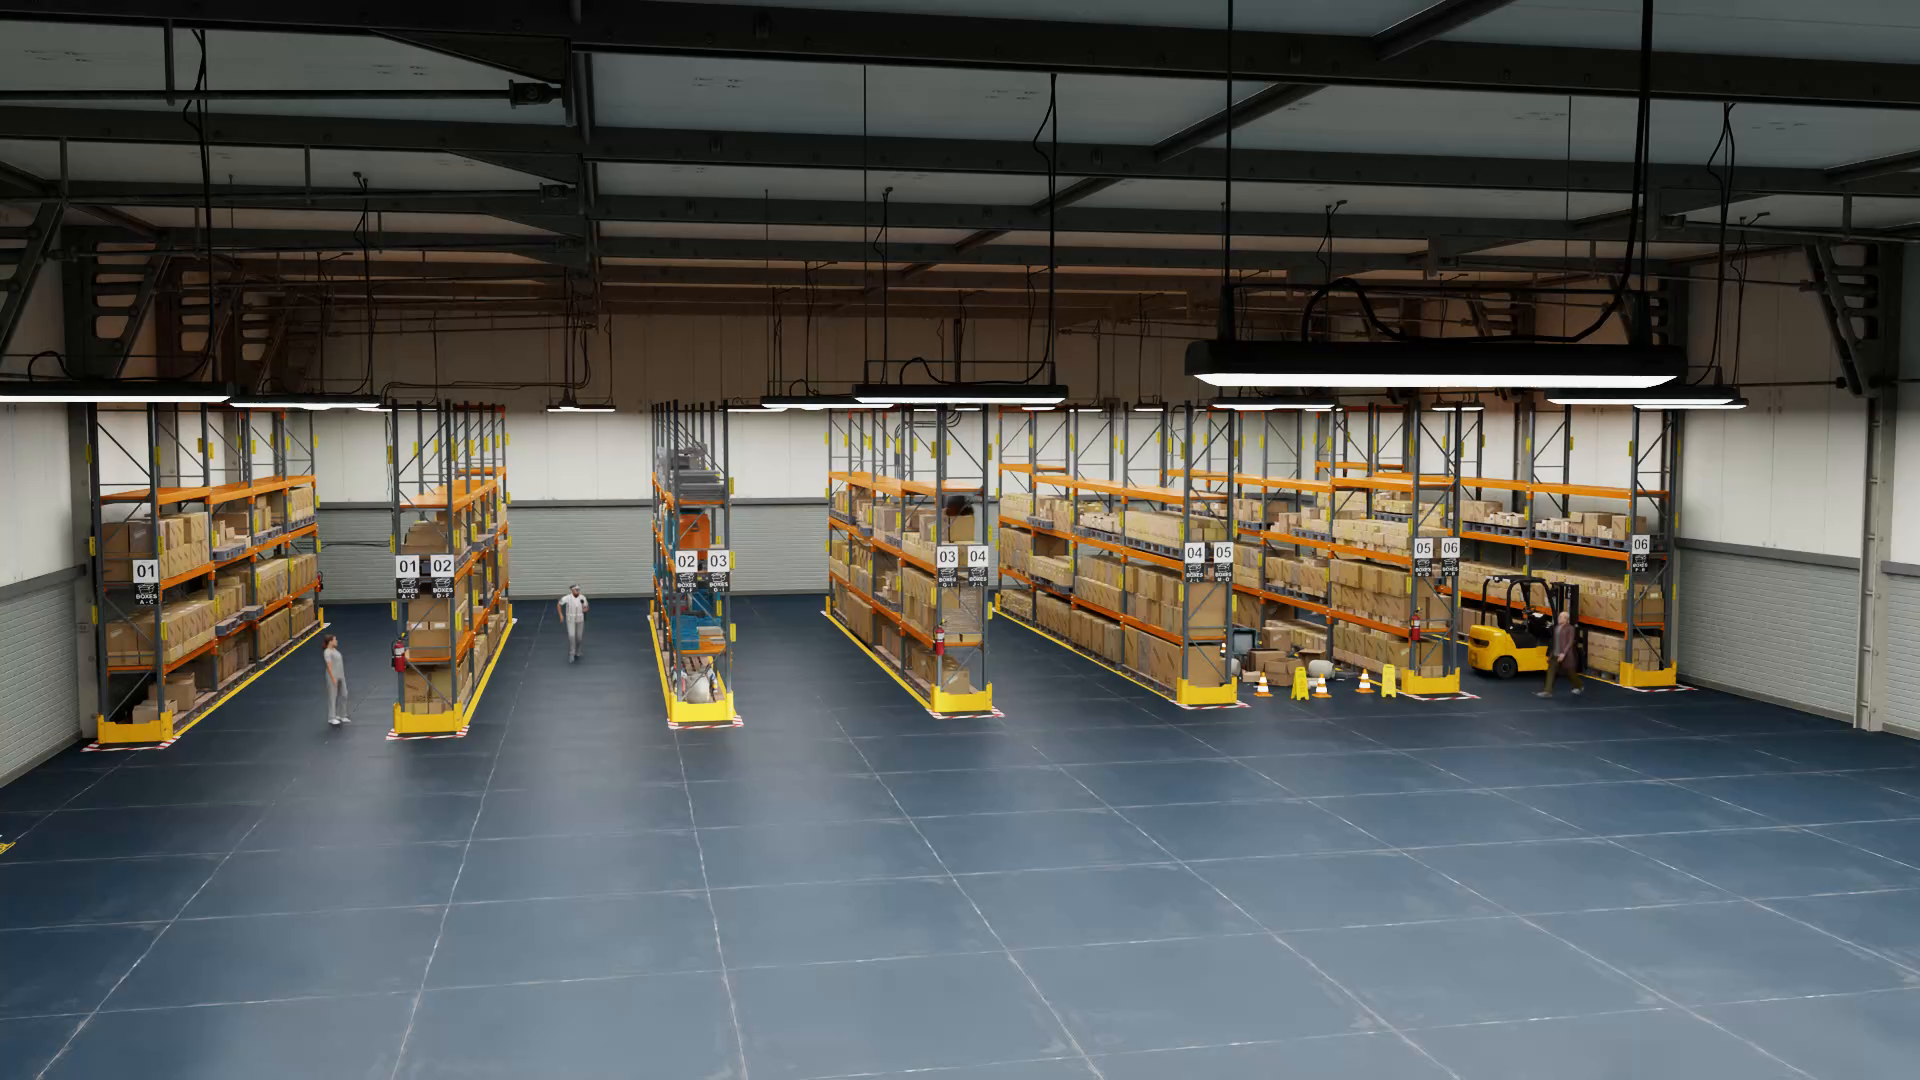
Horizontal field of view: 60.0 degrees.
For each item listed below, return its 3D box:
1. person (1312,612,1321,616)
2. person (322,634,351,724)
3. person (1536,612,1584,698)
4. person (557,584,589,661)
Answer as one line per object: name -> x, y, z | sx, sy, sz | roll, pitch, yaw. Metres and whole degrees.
person -> 10.196, 1.305, 47.551 | 0.421, 1.689, 0.510 | -1, 4, -14
person -> -11.597, 2.588, 30.878 | 0.417, 1.717, 0.510 | 1, 5, 19
person -> 12.189, 2.320, 33.625 | 1.151, 1.737, 0.547 | -3, 5, -34
person -> -9.021, 1.890, 38.821 | 0.722, 1.760, 1.015 | -1, 4, -14
